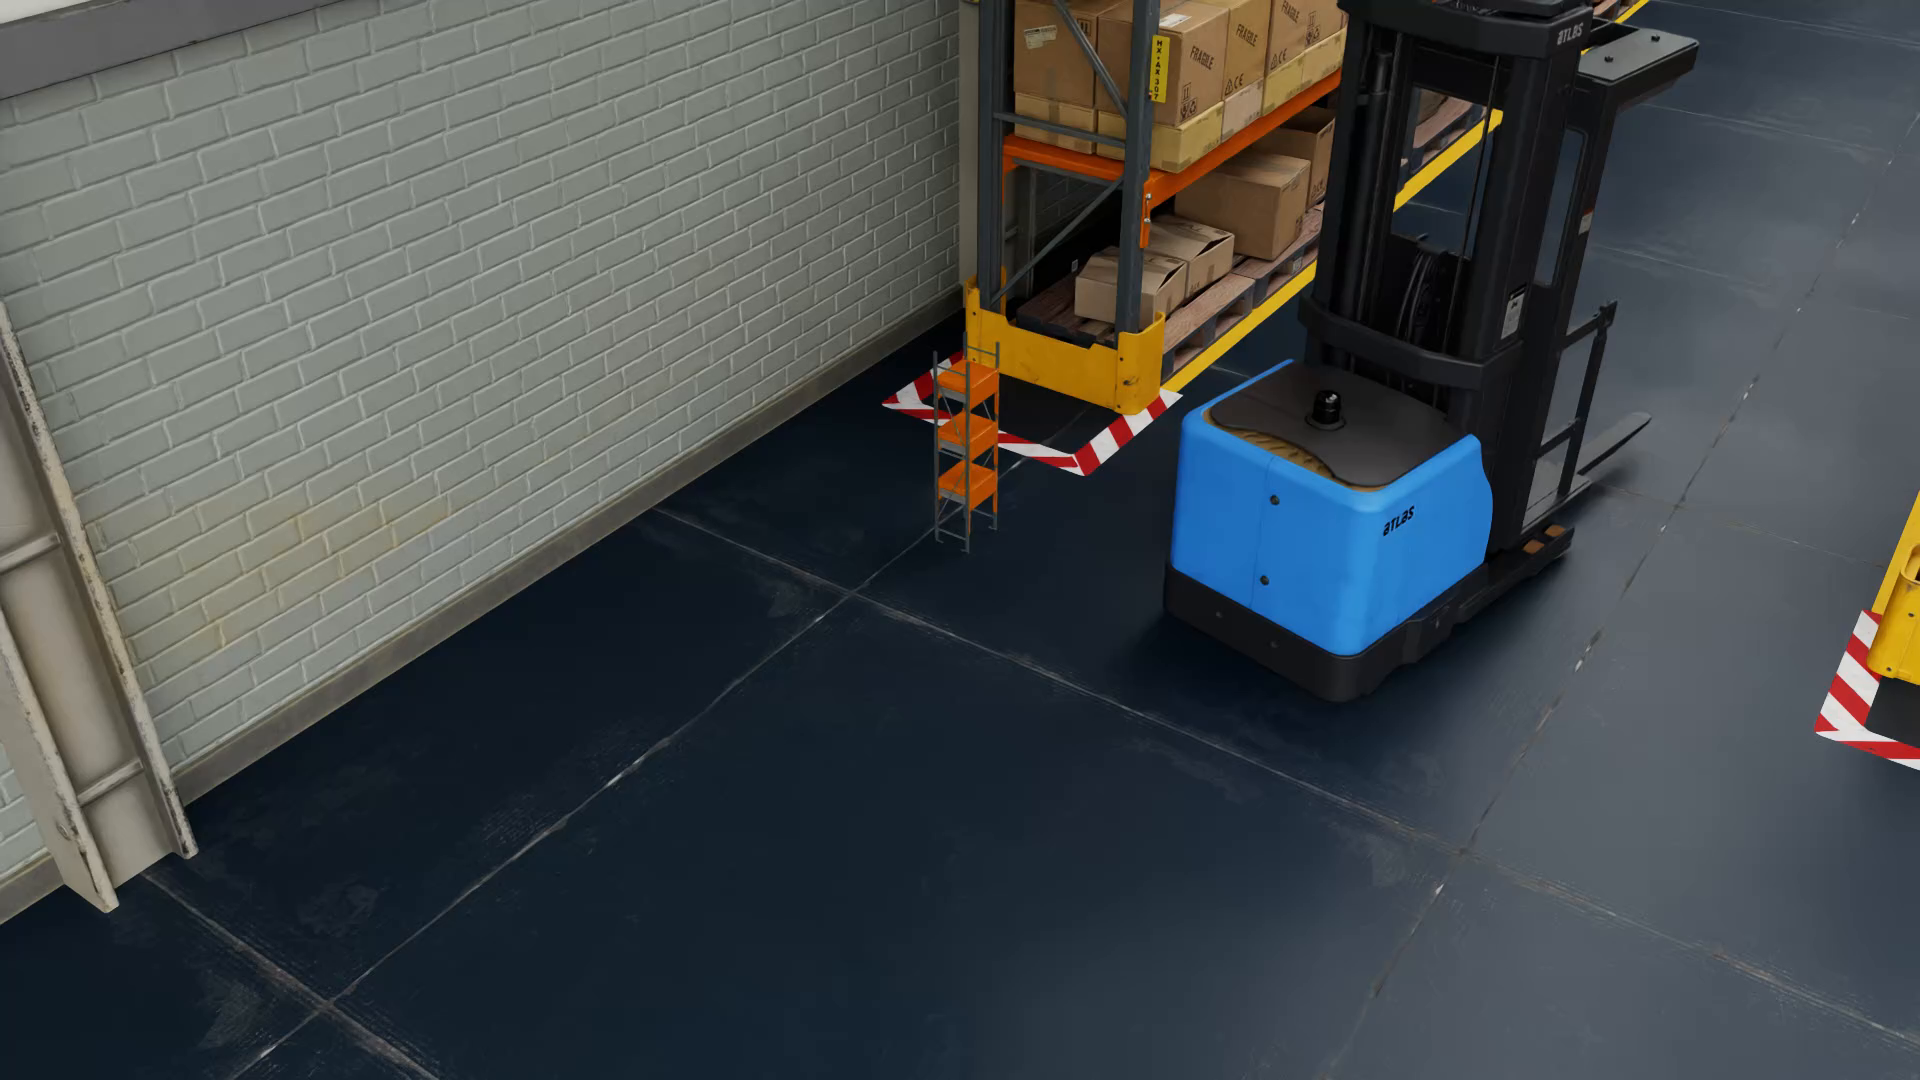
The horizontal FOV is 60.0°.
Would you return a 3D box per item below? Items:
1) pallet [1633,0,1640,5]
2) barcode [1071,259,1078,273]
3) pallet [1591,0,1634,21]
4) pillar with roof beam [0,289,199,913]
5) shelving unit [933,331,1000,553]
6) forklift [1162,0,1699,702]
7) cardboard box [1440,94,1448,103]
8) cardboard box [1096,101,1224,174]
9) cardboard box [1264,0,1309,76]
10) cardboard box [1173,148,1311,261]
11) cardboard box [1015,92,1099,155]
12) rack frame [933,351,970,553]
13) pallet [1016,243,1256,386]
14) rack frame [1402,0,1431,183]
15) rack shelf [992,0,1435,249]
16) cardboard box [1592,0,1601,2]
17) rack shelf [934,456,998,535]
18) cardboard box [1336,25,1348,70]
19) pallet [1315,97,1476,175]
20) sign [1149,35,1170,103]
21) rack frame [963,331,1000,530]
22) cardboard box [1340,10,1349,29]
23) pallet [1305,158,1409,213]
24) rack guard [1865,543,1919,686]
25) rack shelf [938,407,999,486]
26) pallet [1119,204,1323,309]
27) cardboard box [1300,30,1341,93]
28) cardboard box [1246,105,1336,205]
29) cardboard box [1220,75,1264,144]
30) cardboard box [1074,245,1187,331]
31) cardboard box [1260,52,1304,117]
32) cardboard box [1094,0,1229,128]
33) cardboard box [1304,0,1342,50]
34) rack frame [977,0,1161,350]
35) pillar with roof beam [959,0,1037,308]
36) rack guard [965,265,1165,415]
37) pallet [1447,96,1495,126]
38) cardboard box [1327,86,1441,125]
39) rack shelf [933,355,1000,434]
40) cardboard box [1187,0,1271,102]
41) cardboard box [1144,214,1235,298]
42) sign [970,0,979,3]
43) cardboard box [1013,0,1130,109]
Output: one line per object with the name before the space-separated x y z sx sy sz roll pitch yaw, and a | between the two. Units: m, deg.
pallet | 6.309 -5.578 16.310 1.003 0.211 1.213 21 39 28
barcode | 0.690 -1.652 10.014 0.001 0.075 0.075 21 39 28
pallet | 5.613 -5.019 15.484 1.003 0.211 1.213 21 39 28
pillar with roof beam | 0.344 -1.101 1.845 9.100 9.000 0.400 21 39 28
shelving unit | 0.031 -0.460 7.992 0.215 1.050 0.252 21 39 28
forklift | 2.347 -1.236 7.461 3.031 2.935 1.130 -28 43 -35
cardboard box | 3.480 -3.739 12.941 0.700 0.500 0.500 20 39 27
cardboard box | 1.079 -2.223 8.976 0.500 0.250 0.500 20 39 27
cardboard box | 1.649 -2.994 9.447 0.500 0.500 0.500 20 39 27
cardboard box | 1.793 -2.174 10.626 0.700 0.500 0.500 19 38 25
cardboard box | 0.647 -2.377 9.204 0.500 0.250 0.500 22 40 29
rack frame | -0.039 -0.403 7.909 0.200 1.050 0.008 21 39 28
pallet | 1.076 -1.396 10.126 1.003 0.211 1.213 21 39 28
rack frame | 2.821 -3.995 11.479 1.000 3.000 0.127 21 39 28
rack shelf | 1.681 -2.776 10.320 1.077 0.370 4.000 21 39 28
cardboard box | 5.629 -5.416 15.125 0.750 0.750 0.750 21 39 28
rack shelf | 0.031 -0.221 8.154 0.215 0.259 0.240 21 39 28
cardboard box | 2.235 -3.163 10.366 0.500 0.250 0.500 21 39 28
pallet | 3.264 -3.198 12.791 1.003 0.211 1.213 21 39 28
sign | 0.986 -2.339 8.259 0.100 0.325 0.005 21 39 28
rack frame | 0.100 -0.516 8.075 0.200 1.050 0.008 21 39 28
cardboard box | 2.230 -3.475 10.158 0.500 0.500 0.500 20 39 27
pallet | 2.467 -2.519 11.787 1.003 0.211 1.213 21 39 28
rack guard | 4.598 0.473 7.104 1.175 0.500 0.348 21 39 28
rack shelf | 0.031 -0.451 7.998 0.215 0.259 0.240 21 39 28
pallet | 1.772 -1.955 10.953 1.003 0.211 1.213 21 39 28
cardboard box | 1.949 -2.931 10.023 0.500 0.250 0.500 22 40 29
cardboard box | 2.262 -2.651 11.331 0.500 0.500 0.500 18 38 25
cardboard box | 1.364 -2.467 9.336 0.500 0.250 0.500 20 39 27
cardboard box | 1.009 -1.512 9.816 0.500 0.311 0.500 17 37 23
cardboard box | 1.659 -2.699 9.680 0.500 0.250 0.500 21 39 27
cardboard box | 1.059 -2.534 8.767 0.500 0.500 0.500 21 39 28
cardboard box | 1.934 -3.236 9.804 0.500 0.500 0.500 23 40 30
rack frame | 0.540 -2.154 8.757 1.000 3.000 0.127 21 39 28
pillar with roof beam | 3.765 -3.862 5.928 9.100 9.000 0.400 21 39 28
rack guard | 0.583 -1.153 9.509 1.175 0.500 0.348 21 39 28
pallet | 3.959 -3.762 13.625 1.003 0.211 1.213 21 39 28
cardboard box | 3.227 -3.486 12.565 0.700 0.500 0.500 23 40 30
rack shelf | 0.031 -0.686 7.839 0.215 0.259 0.240 21 39 28
cardboard box | 1.349 -2.759 9.098 0.500 0.500 0.500 21 40 28
cardboard box | 1.334 -1.774 10.204 0.500 0.311 0.500 25 41 32
sign | 0.096 -2.951 8.620 0.100 0.325 0.005 21 39 28
cardboard box | 0.634 -2.696 9.005 0.500 0.500 0.500 21 39 28
